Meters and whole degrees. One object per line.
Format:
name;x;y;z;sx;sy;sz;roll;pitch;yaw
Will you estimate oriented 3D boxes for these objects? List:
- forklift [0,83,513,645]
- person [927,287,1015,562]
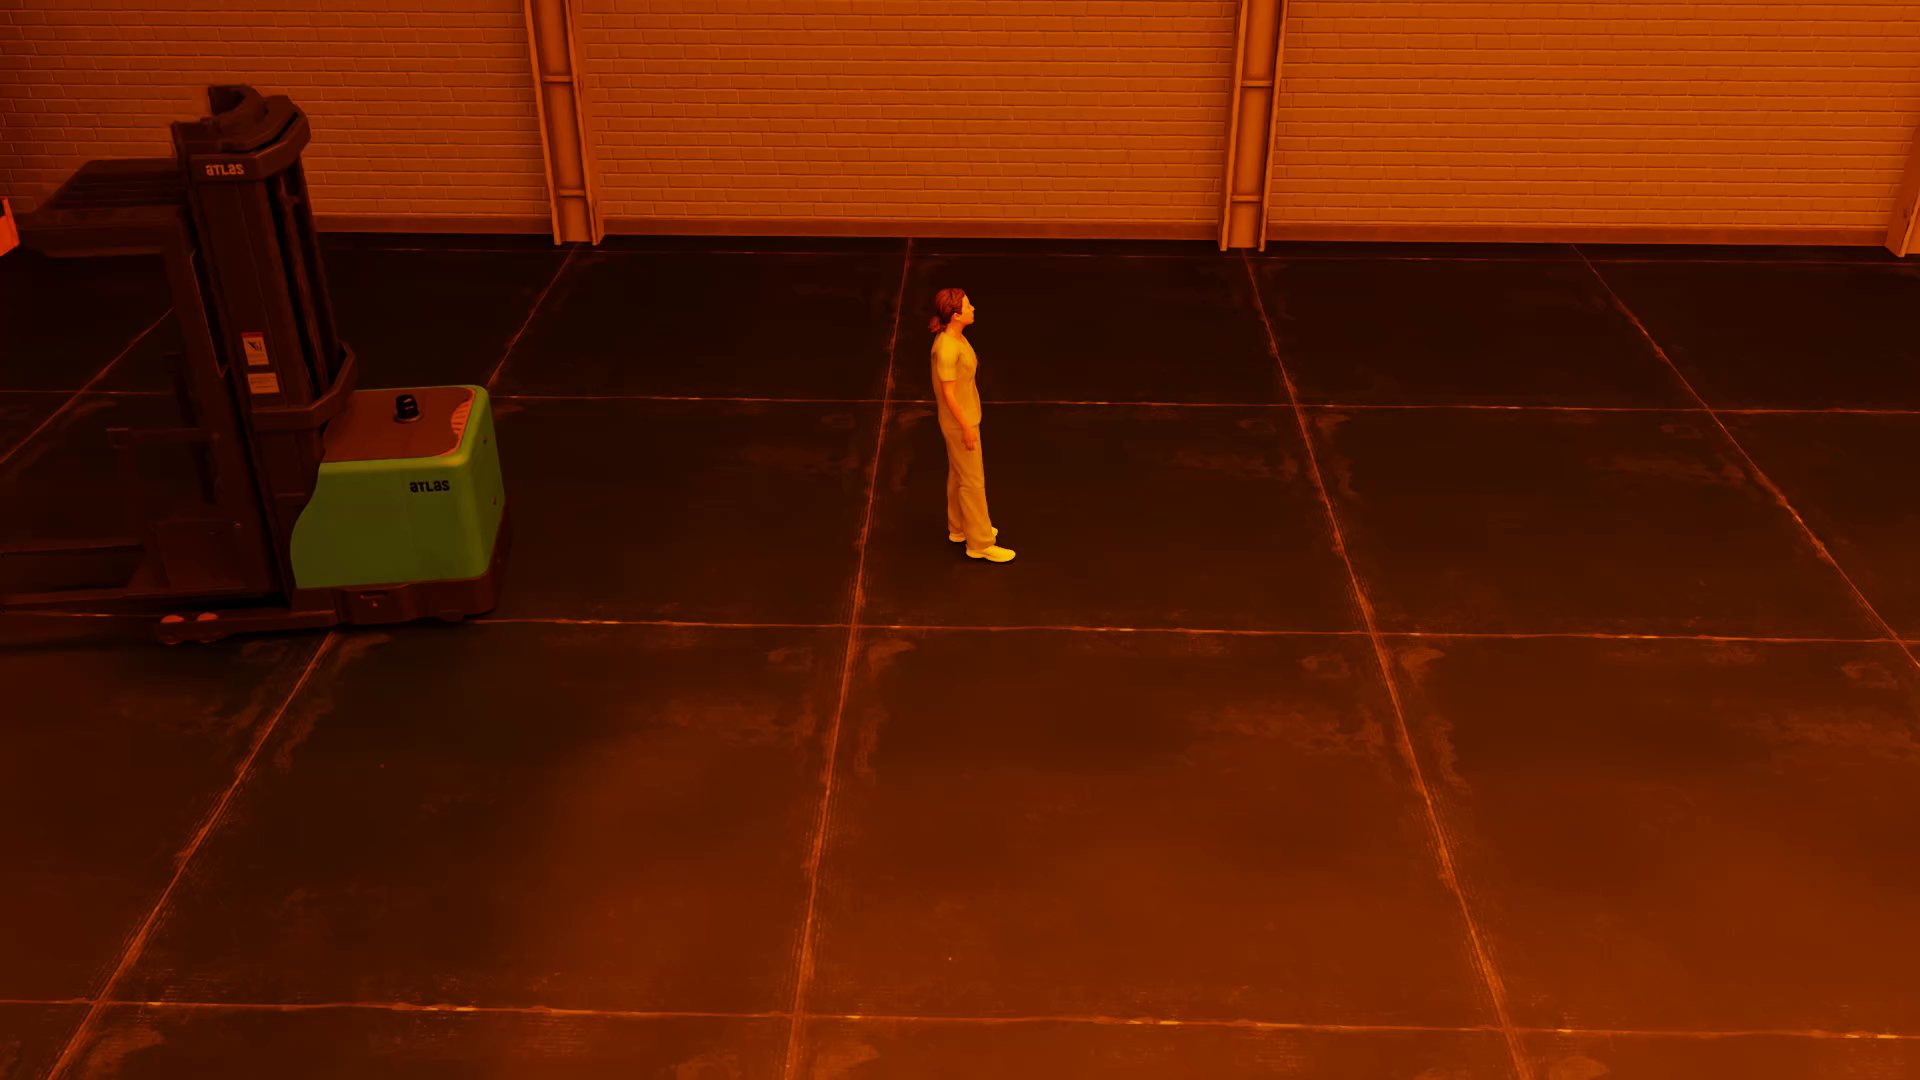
forklift;-4.266;-0.950;9.225;3.031;2.935;1.130;-3;31;-6
person;0.074;-0.720;10.057;0.548;1.673;0.549;1;31;1
